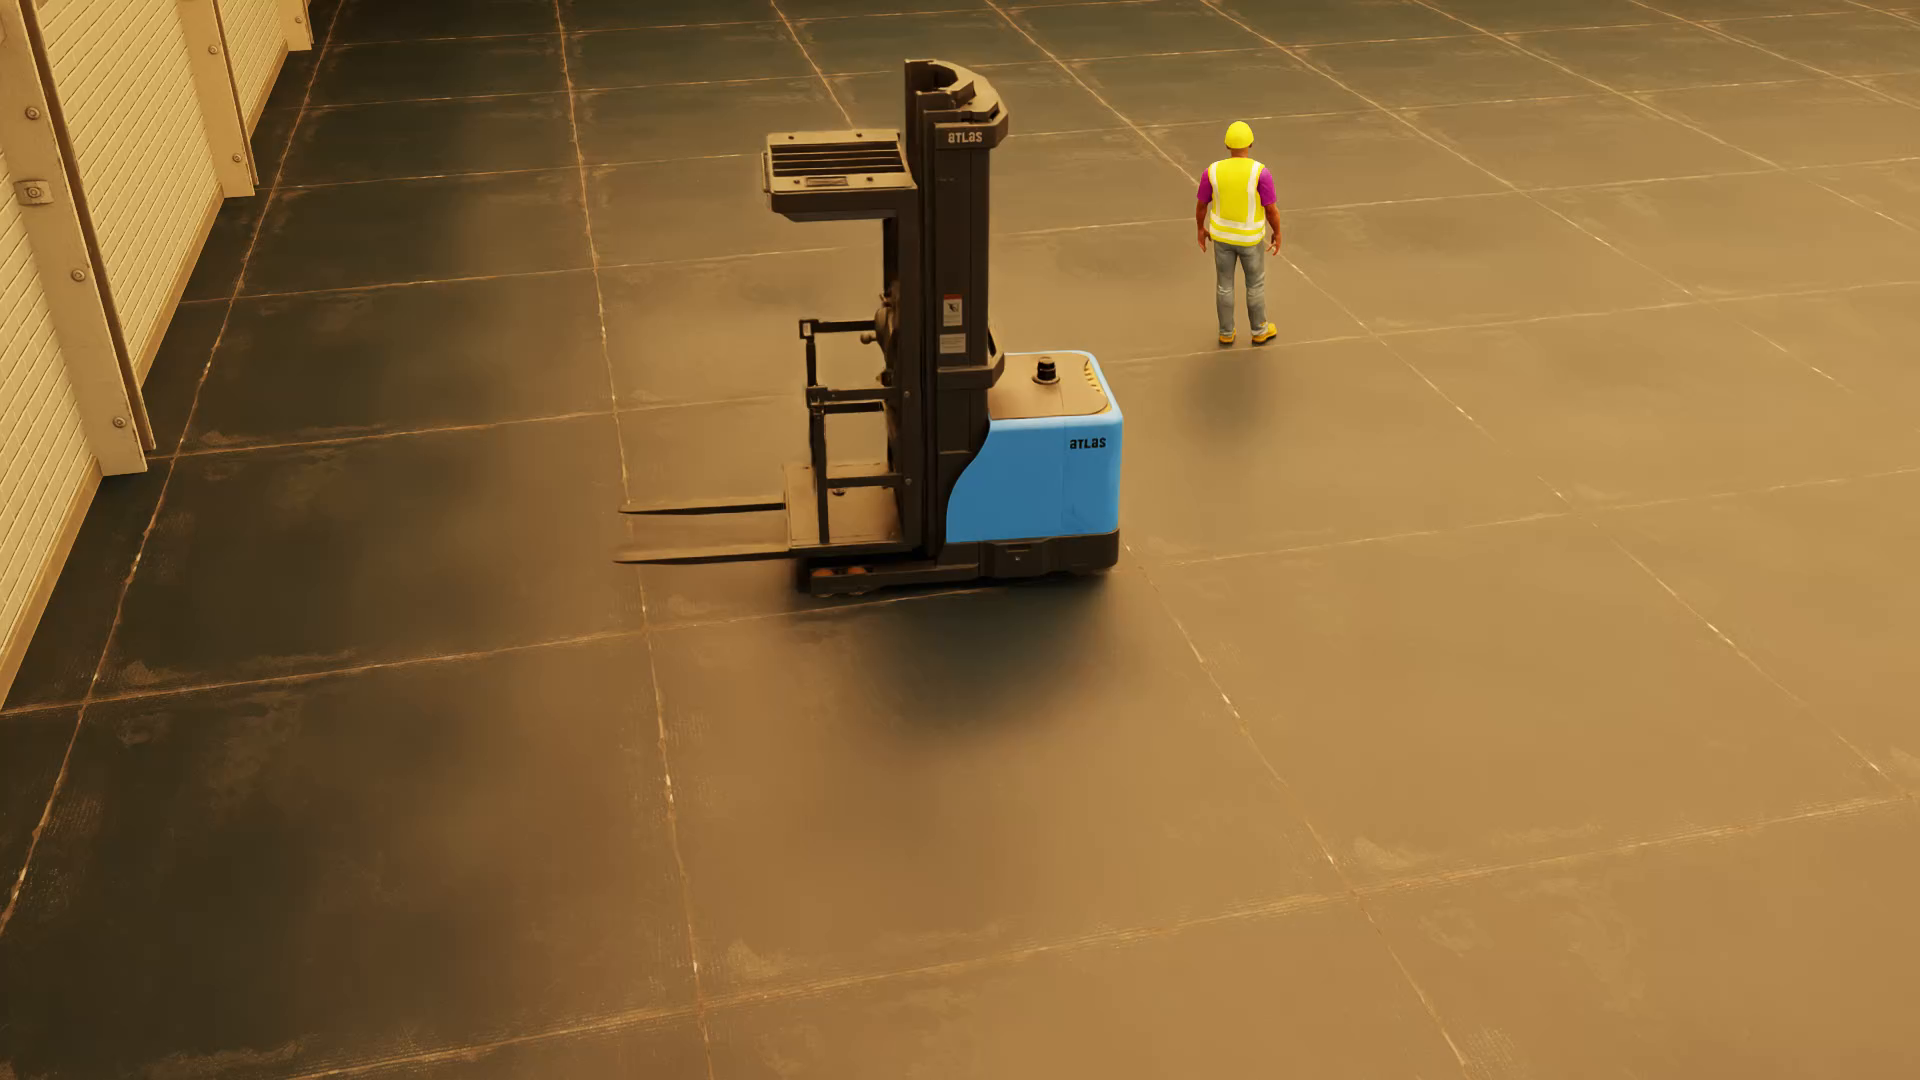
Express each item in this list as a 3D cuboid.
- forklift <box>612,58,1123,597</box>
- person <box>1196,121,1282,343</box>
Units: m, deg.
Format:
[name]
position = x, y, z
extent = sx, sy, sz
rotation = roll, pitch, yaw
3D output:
[forklift]
position = -0.595, -1.208, 9.661
extent = 3.031, 2.935, 1.130
rotation = -4, 30, -6
[person]
position = 2.163, -2.378, 12.830
extent = 0.666, 1.766, 0.577
rotation = 12, 32, 20
